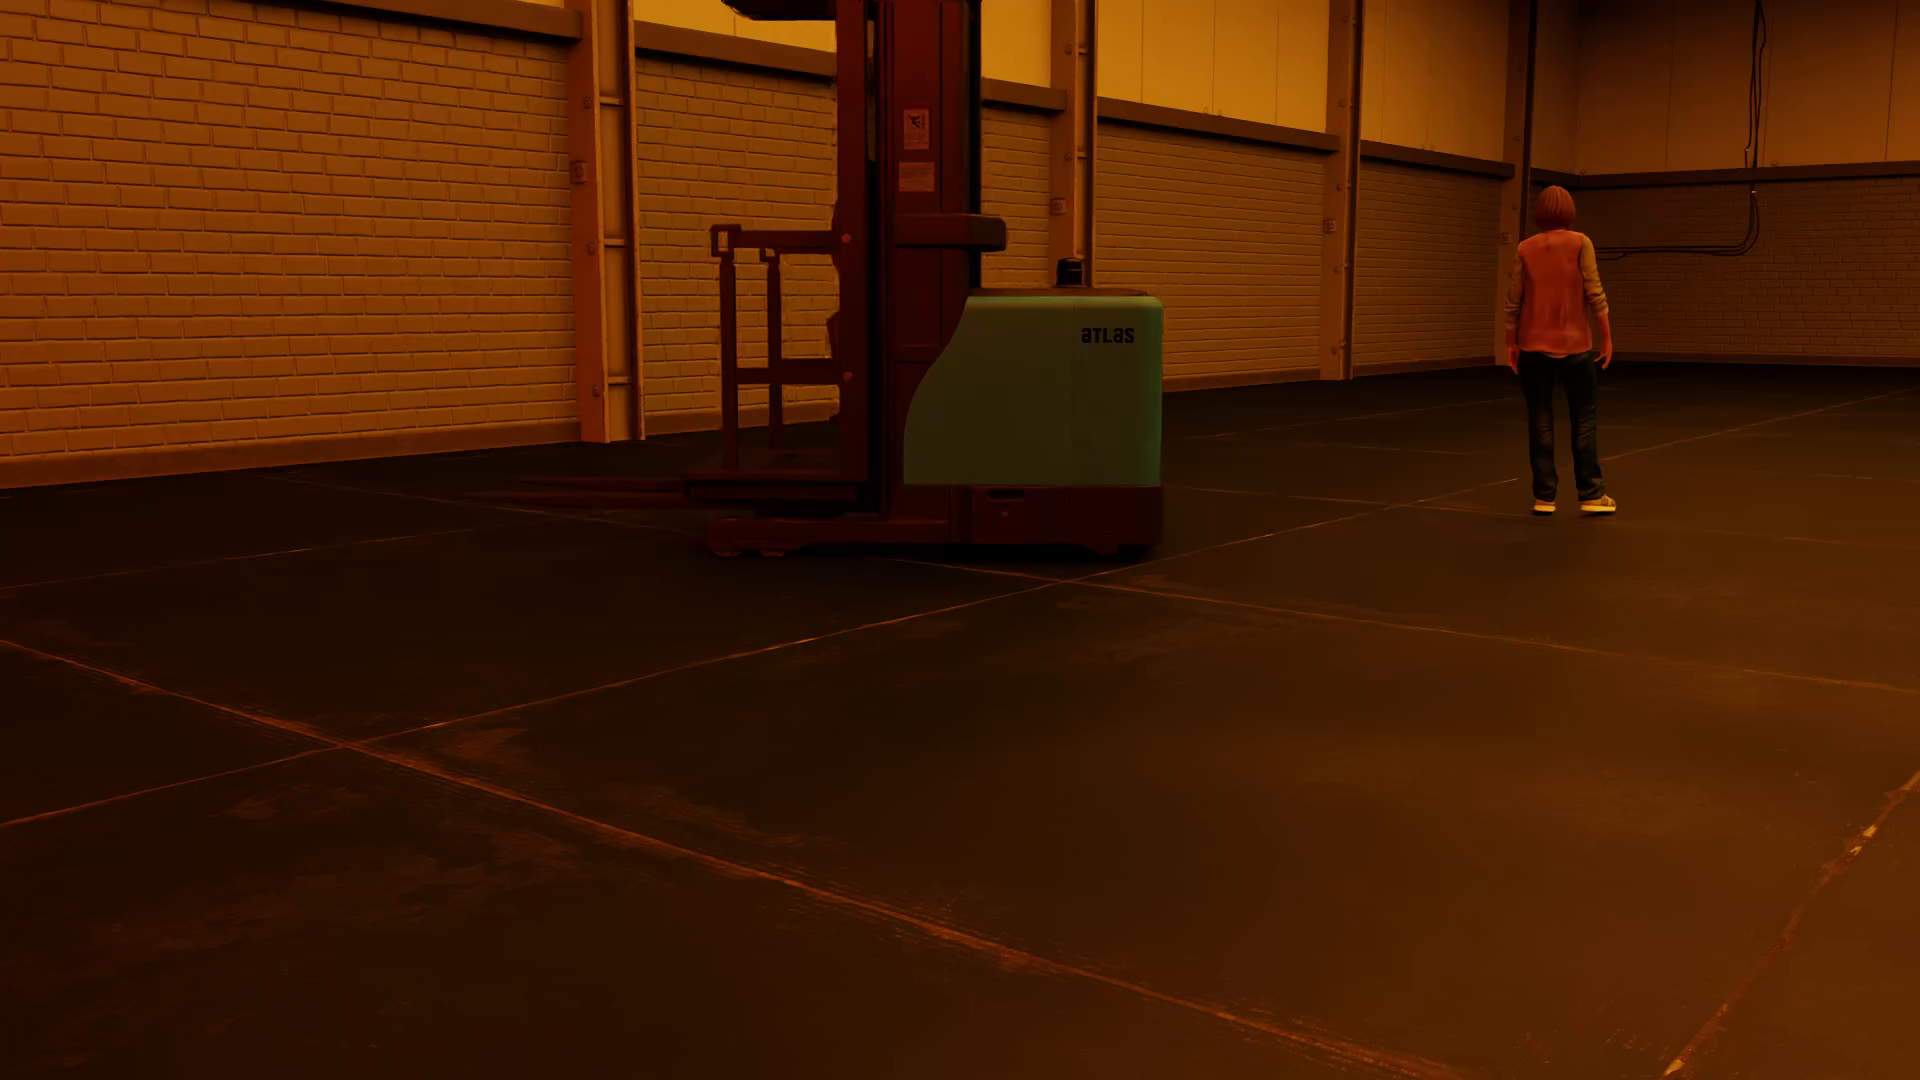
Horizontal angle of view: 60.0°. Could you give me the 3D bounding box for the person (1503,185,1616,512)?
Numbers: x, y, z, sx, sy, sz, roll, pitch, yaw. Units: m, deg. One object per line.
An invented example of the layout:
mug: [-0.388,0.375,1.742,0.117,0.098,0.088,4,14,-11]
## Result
person: [2.968,-0.929,8.205,0.525,1.602,0.470,5,10,33]

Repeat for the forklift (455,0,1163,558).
forklift: [-0.644,-1.450,7.193,3.031,2.935,1.130,1,8,5]
